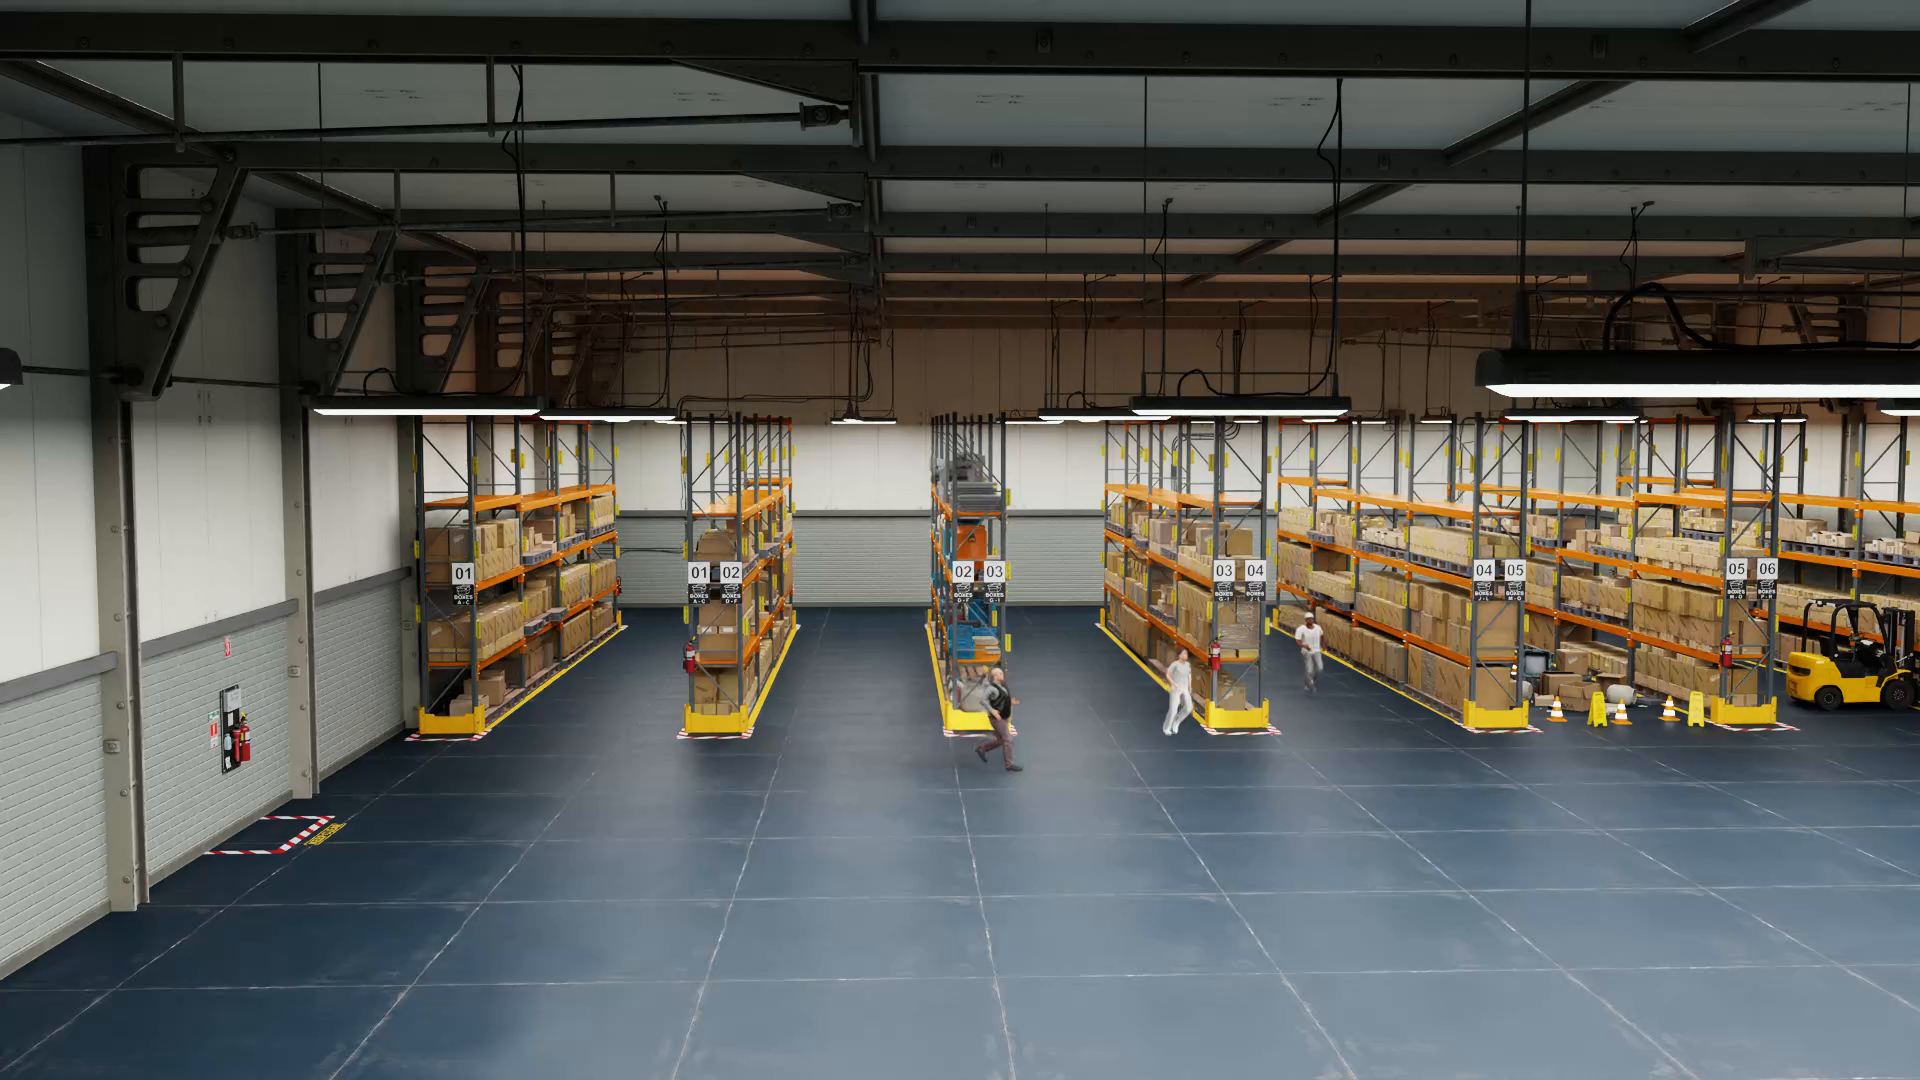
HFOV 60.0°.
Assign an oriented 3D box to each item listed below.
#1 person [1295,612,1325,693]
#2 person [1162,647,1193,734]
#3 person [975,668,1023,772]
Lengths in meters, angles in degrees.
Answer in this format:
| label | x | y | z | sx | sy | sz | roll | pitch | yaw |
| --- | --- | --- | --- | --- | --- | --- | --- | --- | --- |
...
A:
| label | x | y | z | sx | sy | sz | roll | pitch | yaw |
| --- | --- | --- | --- | --- | --- | --- | --- | --- | --- |
| person | 7.557 | 2.424 | 35.759 | 0.712 | 1.737 | 0.653 | 0 | 4 | -7 |
| person | 4.117 | 2.810 | 30.936 | 0.625 | 1.607 | 0.578 | -2 | 4 | -25 |
| person | 0.635 | 2.980 | 27.686 | 0.915 | 1.699 | 0.667 | 2 | 4 | 23 |
